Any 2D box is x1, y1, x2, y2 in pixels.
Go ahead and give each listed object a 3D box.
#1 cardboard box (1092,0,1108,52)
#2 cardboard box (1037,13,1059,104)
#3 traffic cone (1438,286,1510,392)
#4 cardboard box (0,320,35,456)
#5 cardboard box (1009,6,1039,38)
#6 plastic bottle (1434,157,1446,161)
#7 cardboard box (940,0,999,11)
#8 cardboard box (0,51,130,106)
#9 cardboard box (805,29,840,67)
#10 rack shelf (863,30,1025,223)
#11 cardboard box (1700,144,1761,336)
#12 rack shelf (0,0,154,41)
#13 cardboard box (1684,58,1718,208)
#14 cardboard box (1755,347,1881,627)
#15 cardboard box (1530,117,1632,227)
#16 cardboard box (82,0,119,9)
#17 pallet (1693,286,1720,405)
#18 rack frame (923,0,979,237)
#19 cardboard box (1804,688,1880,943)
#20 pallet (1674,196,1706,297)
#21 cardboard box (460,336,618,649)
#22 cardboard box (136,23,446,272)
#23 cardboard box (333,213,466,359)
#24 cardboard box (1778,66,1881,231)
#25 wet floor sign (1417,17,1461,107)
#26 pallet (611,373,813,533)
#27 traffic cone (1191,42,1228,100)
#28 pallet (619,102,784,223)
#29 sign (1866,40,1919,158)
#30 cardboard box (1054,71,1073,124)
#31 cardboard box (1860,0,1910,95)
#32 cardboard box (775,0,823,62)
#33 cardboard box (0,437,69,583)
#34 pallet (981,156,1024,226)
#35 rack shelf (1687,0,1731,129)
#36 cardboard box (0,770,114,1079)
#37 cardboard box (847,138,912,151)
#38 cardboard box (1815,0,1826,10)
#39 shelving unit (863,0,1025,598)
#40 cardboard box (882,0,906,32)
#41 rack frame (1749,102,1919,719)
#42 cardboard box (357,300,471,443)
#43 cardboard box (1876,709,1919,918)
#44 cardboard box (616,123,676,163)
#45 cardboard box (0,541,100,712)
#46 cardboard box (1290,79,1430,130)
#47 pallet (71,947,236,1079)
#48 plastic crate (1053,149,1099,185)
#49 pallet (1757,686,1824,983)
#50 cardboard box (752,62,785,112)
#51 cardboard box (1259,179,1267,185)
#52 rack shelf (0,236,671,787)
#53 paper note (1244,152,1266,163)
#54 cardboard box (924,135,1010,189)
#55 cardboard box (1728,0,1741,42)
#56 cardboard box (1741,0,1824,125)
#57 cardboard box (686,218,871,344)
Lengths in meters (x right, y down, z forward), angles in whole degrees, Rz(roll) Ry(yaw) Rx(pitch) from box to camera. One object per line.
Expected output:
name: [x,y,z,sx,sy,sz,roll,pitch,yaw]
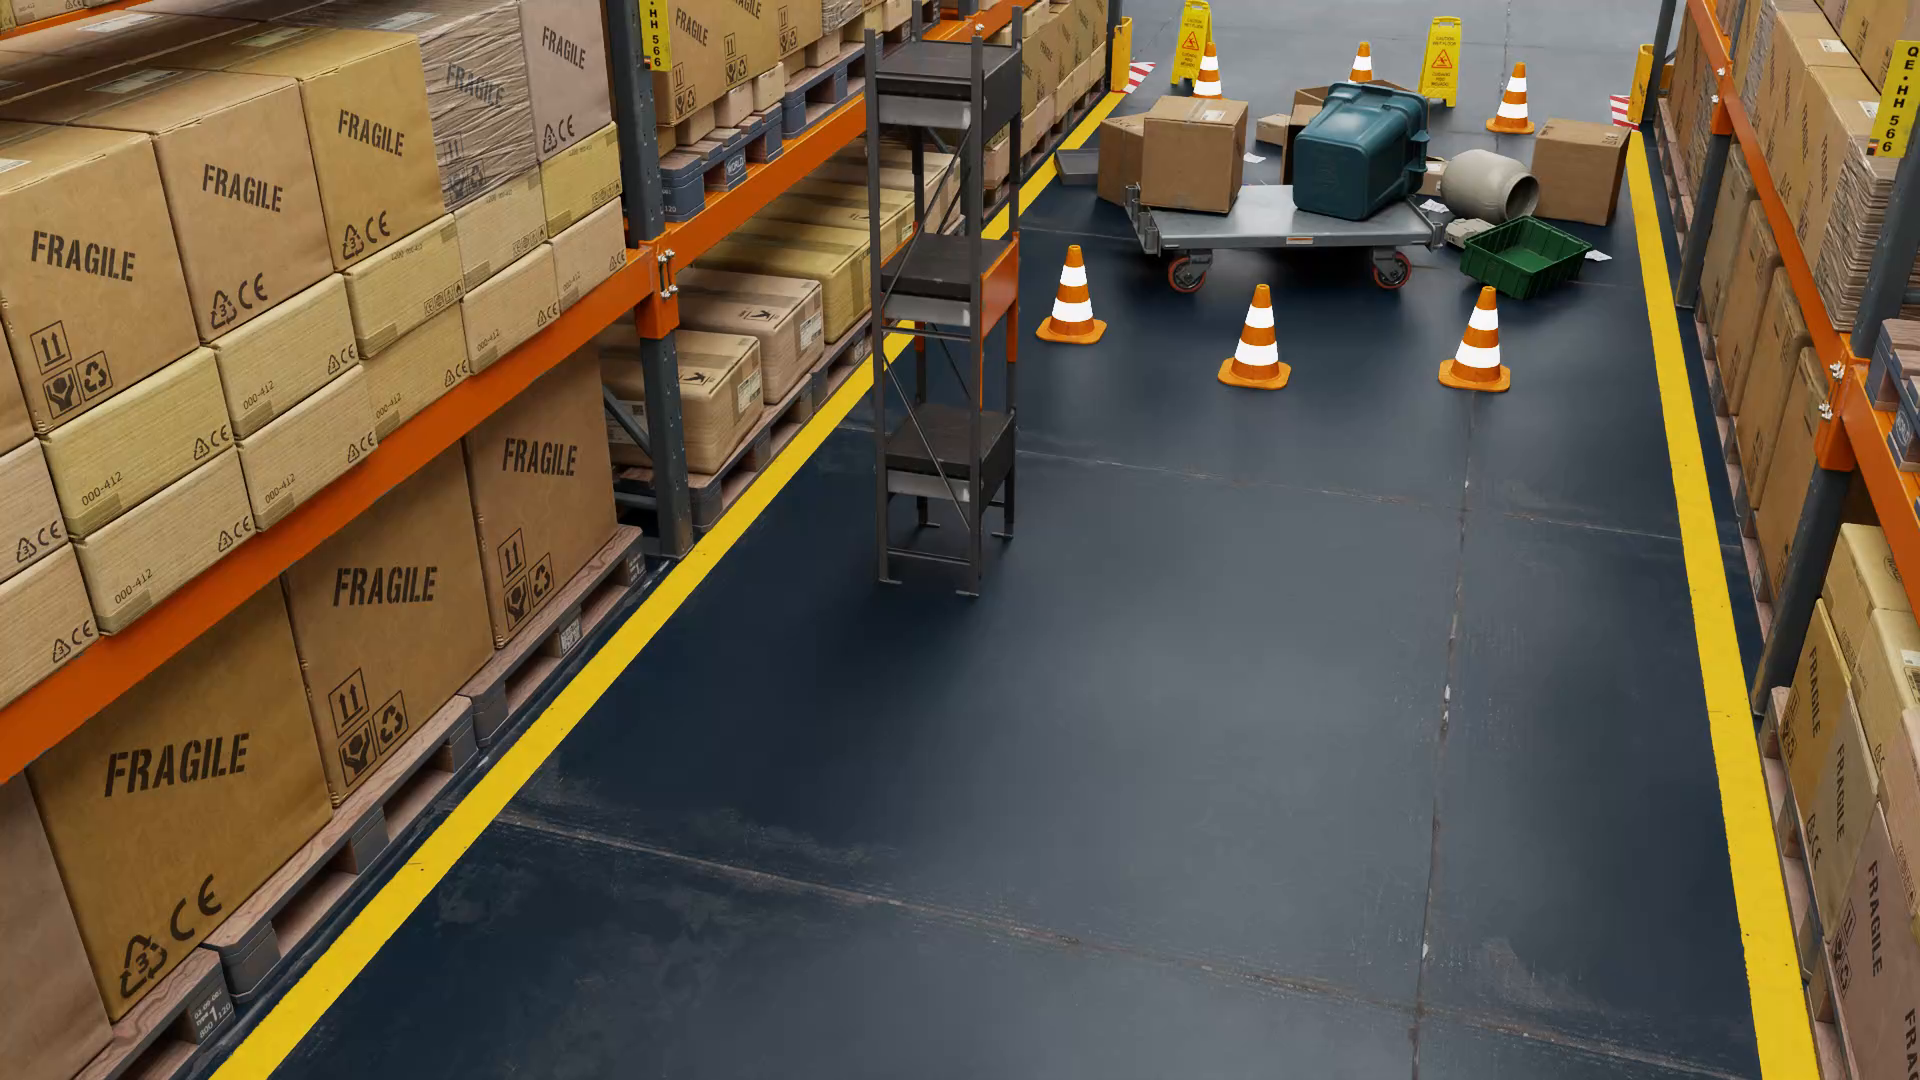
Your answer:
cardboard box: [0.798,-3.941,12.374,0.500,0.500,0.500,9,30,15]
cardboard box: [0.341,-3.218,11.075,0.500,0.500,0.500,10,31,17]
traffic cone: [2.534,-1.006,8.083,0.336,0.463,0.334,8,30,15]
cardboard box: [-2.212,-0.349,3.160,0.500,0.500,0.500,8,30,15]
cardboard box: [0.284,-3.299,10.553,0.380,0.149,0.250,10,31,17]
plastic bottle: [3.227,-2.511,11.200,0.133,0.061,0.283,-1,29,-3]
cardboard box: [0.009,-3.173,9.626,0.380,0.149,0.250,8,30,15]
cardboard box: [-2.397,-0.905,4.160,0.500,0.500,0.500,9,30,16]
cardboard box: [-0.771,-2.265,7.563,0.380,0.149,0.250,9,30,16]
rack shelf: [-0.049,-1.440,5.768,0.431,0.518,0.480,8,30,15]
cardboard box: [4.275,-1.422,8.102,1.050,0.750,0.750,8,30,15]
rack shelf: [-5.724,-2.645,9.159,1.077,0.370,4.000,8,30,15]
cardboard box: [4.884,-2.479,9.875,0.875,0.875,0.875,9,30,15]
cardboard box: [3.462,-0.134,5.788,1.050,0.750,0.750,8,30,14]
cardboard box: [3.846,-2.299,10.366,0.500,0.500,0.500,14,32,23]
cardboard box: [-5.177,-3.317,9.781,0.500,0.250,0.500,8,30,15]
pallet: [4.217,-0.935,8.213,1.003,0.211,1.213,8,30,15]
rack frame: [-0.390,-3.182,9.384,1.000,3.000,0.127,8,30,15]
cardboard box: [2.601,0.772,4.417,0.500,0.500,0.500,9,30,15]
pallet: [4.669,-1.646,9.492,1.003,0.211,1.213,8,30,15]
cardboard box: [-1.847,-0.269,5.902,0.875,0.875,0.875,8,30,14]
cardboard box: [-1.761,-1.057,4.432,0.500,0.500,0.500,9,30,15]
cardboard box: [-1.741,-0.735,4.626,0.500,0.250,0.500,8,30,14]
cardboard box: [3.367,-1.419,6.112,0.500,0.500,0.500,8,30,14]
wet floor sign: [3.661,-3.649,12.645,0.267,0.644,0.232,3,29,6]
pallet: [-1.334,-0.467,7.373,1.003,0.211,1.213,8,30,15]
traffic cone: [1.891,-3.548,12.652,0.336,0.463,0.334,8,30,15]
pallet: [-1.457,-1.586,6.712,1.213,0.211,1.003,8,30,15]
sign: [2.666,-1.247,4.716,0.100,0.325,0.005,8,30,15]
cardboard box: [0.496,-3.125,11.679,0.500,0.250,0.500,7,30,13]
cardboard box: [3.634,-1.825,5.815,0.700,0.500,0.500,8,30,14]
cardboard box: [-0.915,-2.347,7.043,0.500,0.500,0.500,9,30,16]
cardboard box: [-2.214,-0.028,3.354,0.500,0.250,0.500,9,30,16]
pallet: [-0.227,-2.281,10.632,1.003,0.211,1.213,8,30,15]
rack shelf: [4.958,-3.138,10.045,1.077,0.370,4.000,8,30,15]
cardboard box: [-2.633,0.981,3.654,0.875,0.875,0.875,9,30,16]
cardboard box: [-0.474,-2.477,10.514,0.500,0.250,0.500,10,31,17]
cardboard box: [4.082,-2.532,7.085,0.700,0.500,0.500,8,30,14]
shelving unit: [-0.049,-0.841,6.101,0.431,2.100,0.503,8,30,15]
cardboard box: [-0.484,-2.613,8.189,0.380,0.149,0.250,9,30,15]
rack frame: [3.197,-0.664,4.857,1.000,3.000,0.127,8,30,15]
cardboard box: [-1.763,-0.514,4.743,0.500,0.250,0.500,8,30,14]
cardboard box: [2.457,0.667,3.833,0.500,0.250,0.500,9,30,15]
cardboard box: [-1.291,-1.521,6.226,0.380,0.149,0.250,7,30,12]
cardboard box: [-2.207,0.194,3.470,0.500,0.250,0.500,8,30,14]
cardboard box: [2.688,-2.772,11.216,0.797,0.503,0.637,-12,31,-20]
pallet: [-2.584,1.385,4.043,1.003,0.211,1.213,8,30,15]
plastic crate: [0.854,-2.519,11.195,0.402,0.080,0.583,-1,29,-3]
pallet: [2.966,0.918,4.883,1.003,0.211,1.213,8,30,15]
cardboard box: [-0.951,-1.893,6.894,0.380,0.149,0.250,9,30,15]
cardboard box: [1.901,-2.060,10.179,0.258,0.266,0.396,-12,31,-20]
rack shelf: [-2.151,-0.079,4.547,1.077,0.370,4.000,8,30,15]
paper note: [2.016,-2.642,11.479,0.148,0.019,0.142,20,35,32]
cardboard box: [0.041,-2.400,10.374,0.500,0.250,0.500,7,30,13]
cardboard box: [4.468,-2.761,8.474,0.875,0.550,0.550,8,30,15]
cardboard box: [3.812,-2.126,7.382,0.500,0.500,0.500,9,30,15]
cardboard box: [-0.952,-1.315,8.300,0.950,0.372,0.625,10,30,17]
